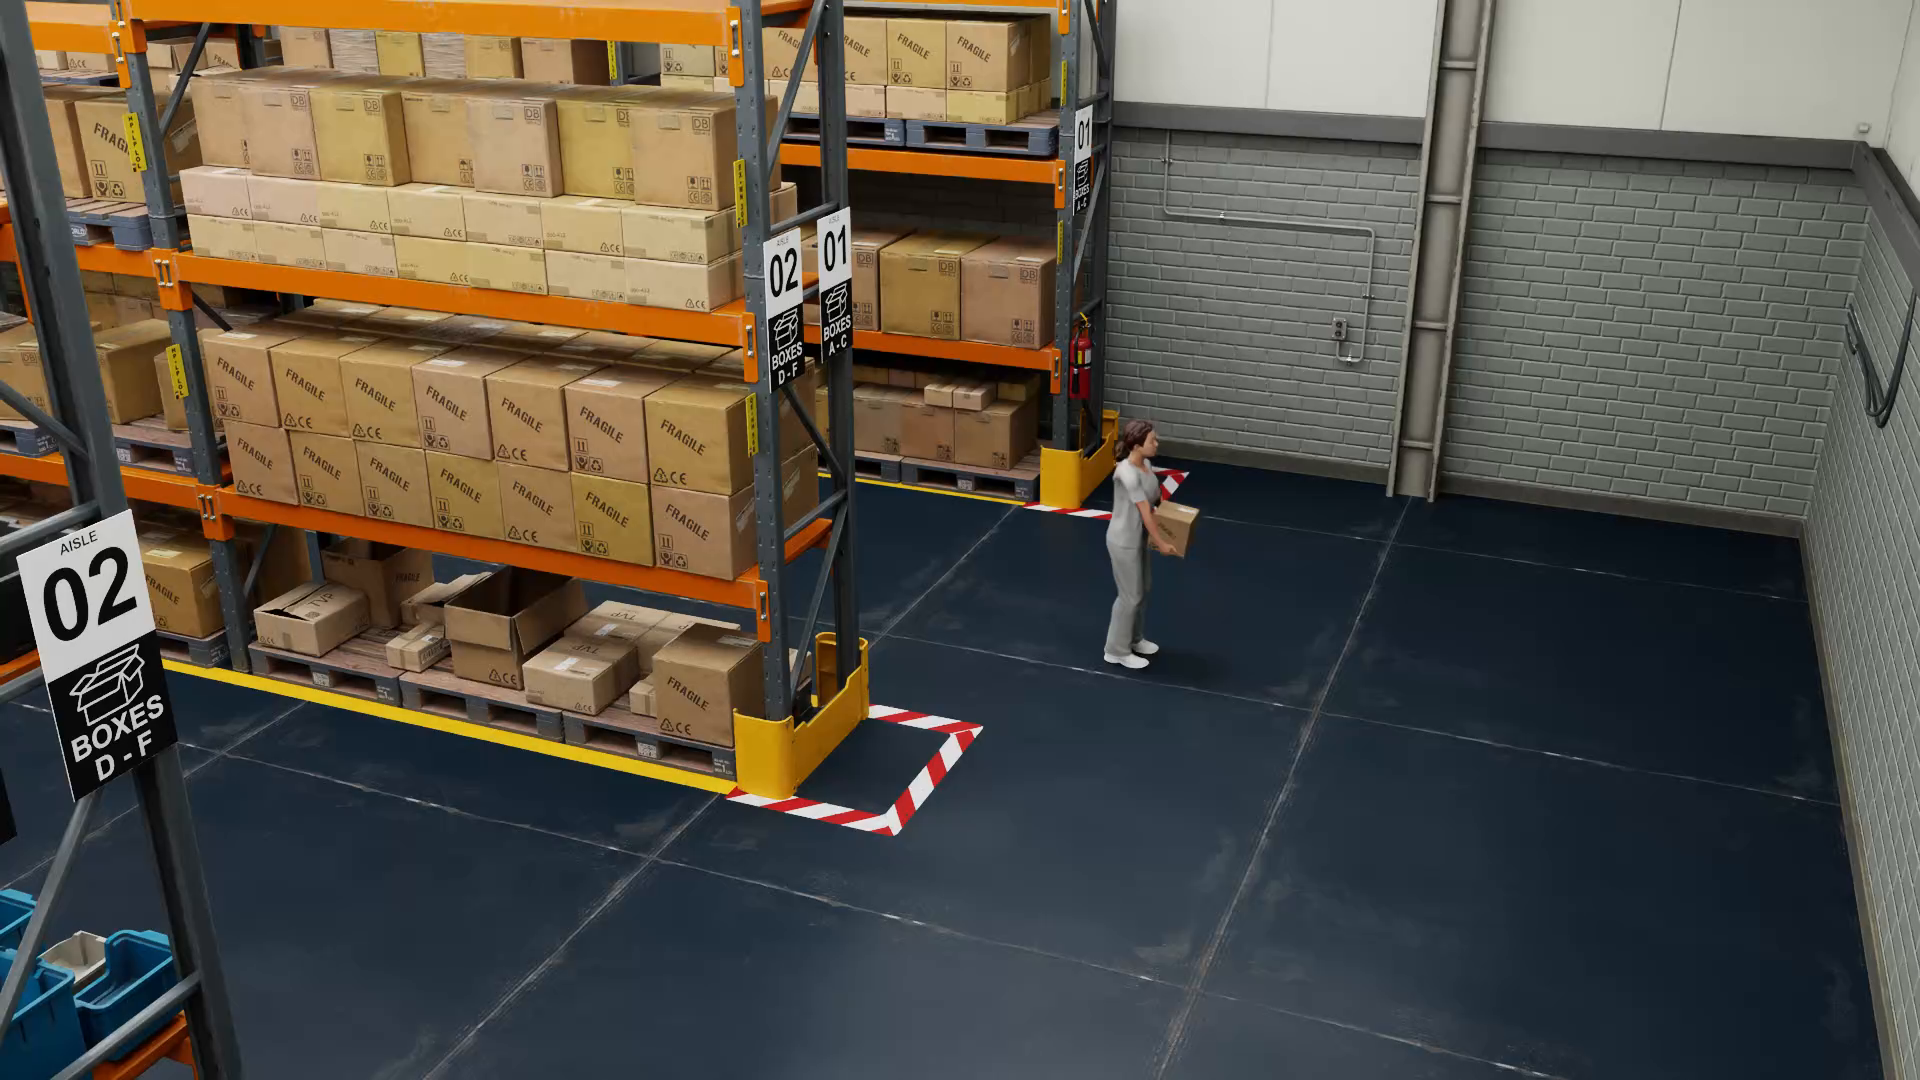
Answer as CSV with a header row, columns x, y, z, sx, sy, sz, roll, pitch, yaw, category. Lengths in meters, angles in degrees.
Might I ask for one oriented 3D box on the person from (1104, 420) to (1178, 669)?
x,y,z,sx,sy,sz,roll,pitch,yaw,category
1.216,0.023,10.874,0.500,1.668,0.411,8,24,19,person
